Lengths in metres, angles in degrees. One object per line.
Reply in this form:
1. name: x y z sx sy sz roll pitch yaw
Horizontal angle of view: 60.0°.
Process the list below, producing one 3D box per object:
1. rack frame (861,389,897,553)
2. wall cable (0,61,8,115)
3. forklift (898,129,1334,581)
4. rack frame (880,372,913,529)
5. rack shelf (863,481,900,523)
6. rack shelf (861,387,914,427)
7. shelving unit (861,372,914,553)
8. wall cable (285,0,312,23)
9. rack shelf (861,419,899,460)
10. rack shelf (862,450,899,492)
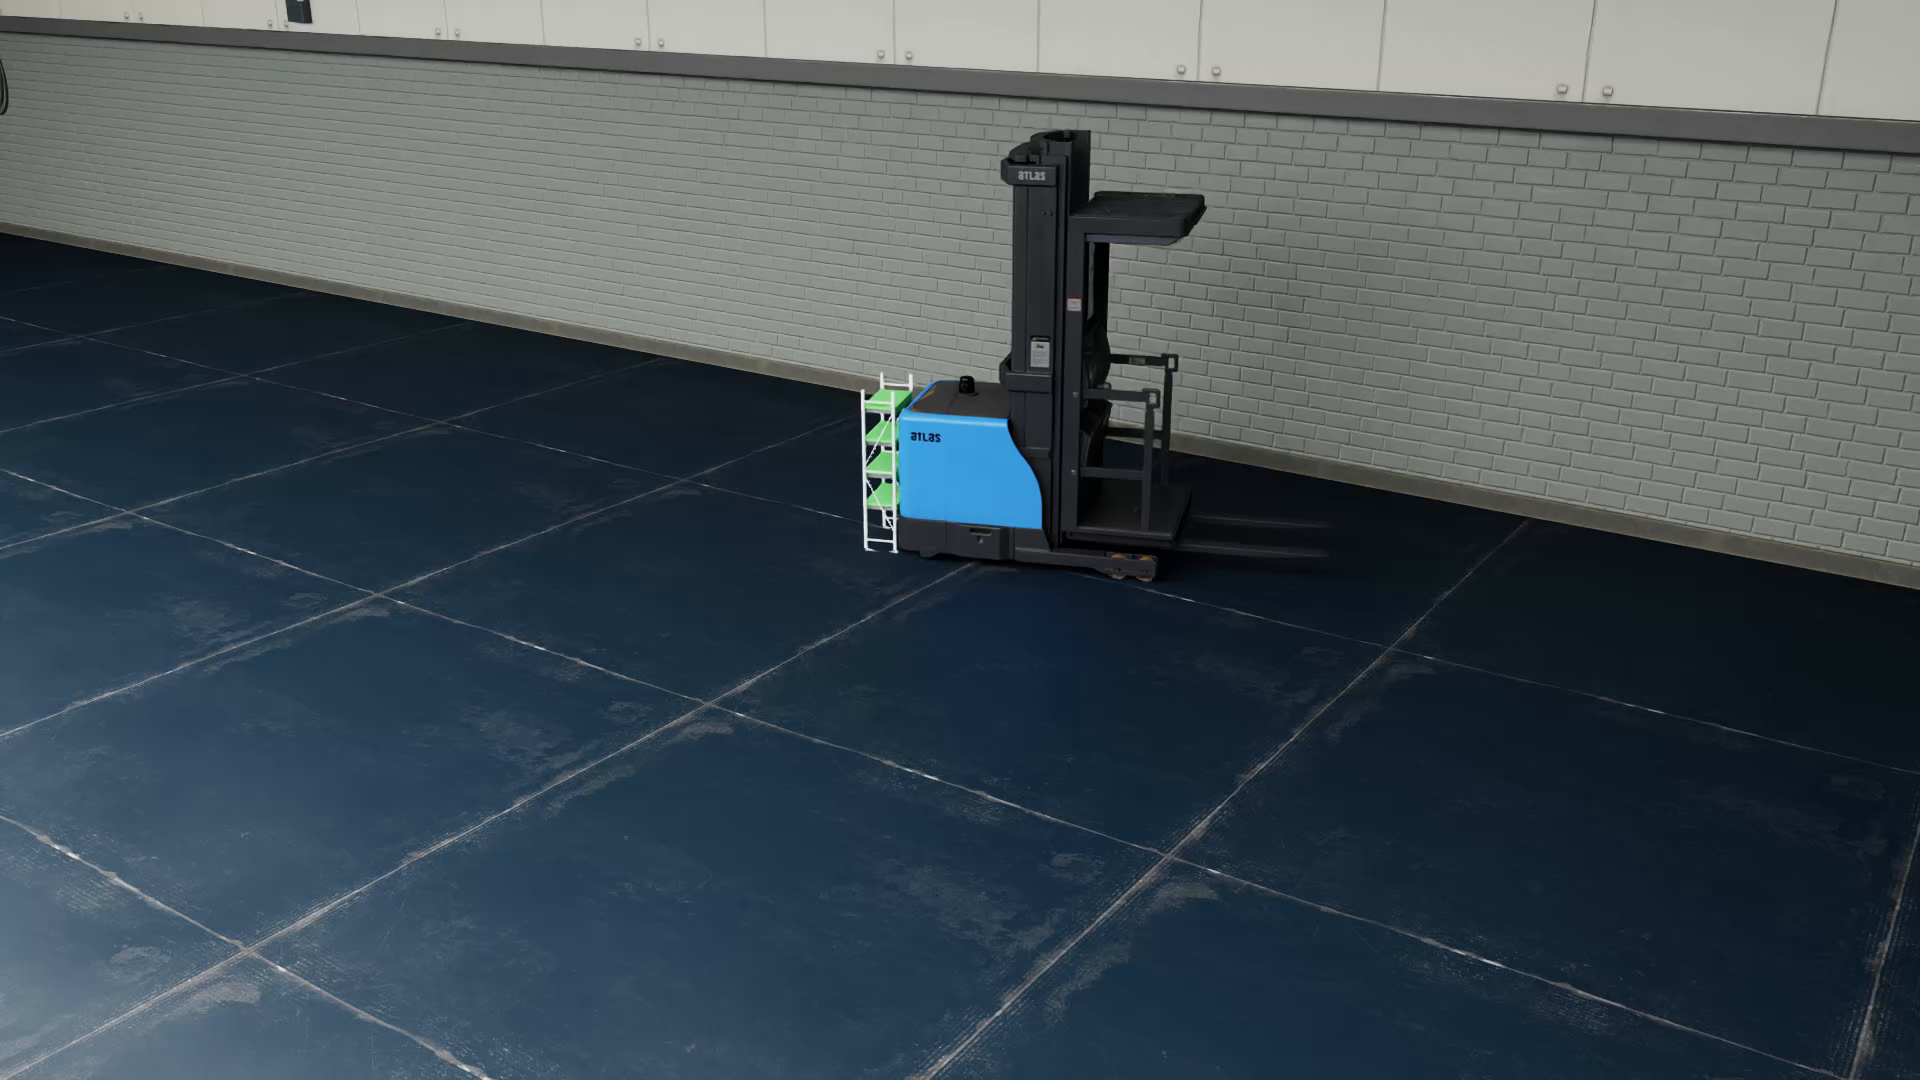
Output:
1. rack frame: -0.575 -0.481 11.837 0.240 1.200 0.015 5 21 13
2. wall cable: -14.664 -7.415 23.816 3.097 2.526 0.112 13 24 32
3. forklift: 1.131 -1.292 11.533 3.031 2.935 1.130 5 21 13
4. rack frame: -0.462 -0.646 12.282 0.240 1.200 0.015 5 21 13
5. rack shelf: -0.518 -0.279 12.165 0.258 0.148 0.480 5 21 13
6. rack shelf: -0.518 -0.954 11.915 0.258 0.148 0.480 5 21 13
7. shelving unit: -0.518 -0.564 12.059 0.258 1.200 0.503 5 21 13
8. wall cable: -6.822 -8.611 17.670 2.305 6.003 0.169 13 24 32
9. rack shelf: -0.518 -0.729 11.998 0.258 0.148 0.480 5 21 13
10. rack shelf: -0.518 -0.504 12.081 0.258 0.148 0.480 5 21 13
